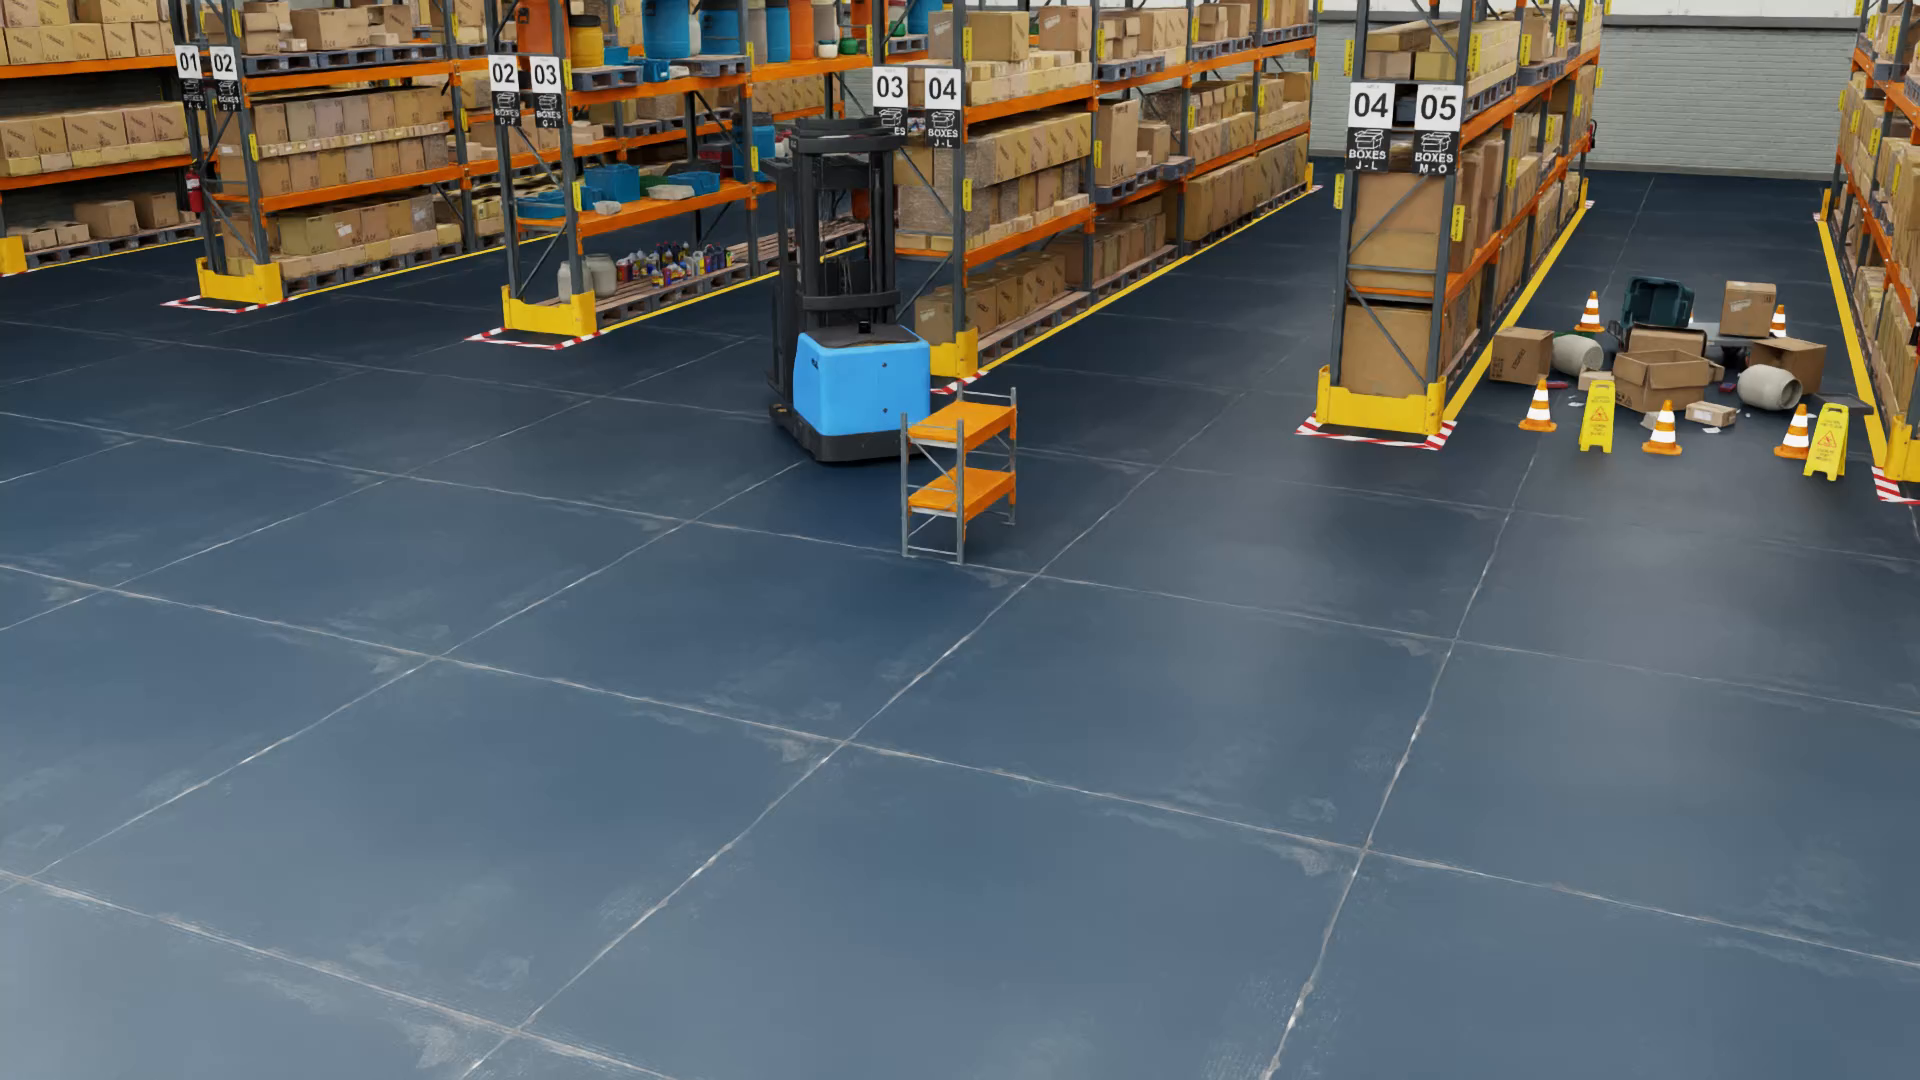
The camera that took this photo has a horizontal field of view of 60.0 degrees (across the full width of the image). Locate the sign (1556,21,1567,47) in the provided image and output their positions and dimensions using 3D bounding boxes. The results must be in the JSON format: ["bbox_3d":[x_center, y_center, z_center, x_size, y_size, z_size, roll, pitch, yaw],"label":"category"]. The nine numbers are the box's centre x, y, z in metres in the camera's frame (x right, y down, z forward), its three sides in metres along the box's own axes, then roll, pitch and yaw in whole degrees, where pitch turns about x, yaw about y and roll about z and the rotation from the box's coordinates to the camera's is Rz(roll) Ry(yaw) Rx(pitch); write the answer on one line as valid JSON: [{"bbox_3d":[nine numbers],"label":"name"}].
[{"bbox_3d":[7.840,-6.601,21.688,0.100,0.325,0.005,9,21,23],"label":"sign"}]

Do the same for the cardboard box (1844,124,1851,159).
[{"bbox_3d":[13.887,-6.098,25.489,0.500,0.500,0.500,8,21,22],"label":"cardboard box"}]

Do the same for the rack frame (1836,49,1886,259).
[{"bbox_3d":[13.532,-5.560,24.127,1.000,3.000,0.127,9,21,23],"label":"rack frame"}]

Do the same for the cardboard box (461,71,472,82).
[{"bbox_3d":[-9.659,-8.864,31.675,0.500,0.250,0.500,8,21,22],"label":"cardboard box"}]

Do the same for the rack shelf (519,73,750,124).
[{"bbox_3d":[-4.122,-5.617,20.883,1.077,0.370,4.000,9,21,23],"label":"rack shelf"}]

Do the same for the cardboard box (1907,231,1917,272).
[{"bbox_3d":[9.231,-2.740,15.604,0.500,0.500,0.500,9,21,23],"label":"cardboard box"}]

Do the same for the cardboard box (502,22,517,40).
[{"bbox_3d":[-6.982,-7.951,25.971,0.500,0.250,0.500,7,21,18],"label":"cardboard box"}]

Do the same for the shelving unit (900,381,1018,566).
[{"bbox_3d":[0.003,-0.532,12.786,0.538,1.125,1.048,9,21,23],"label":"shelving unit"}]

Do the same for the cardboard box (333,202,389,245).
[{"bbox_3d":[-8.420,-4.459,23.389,0.500,0.500,0.500,9,21,23],"label":"cardboard box"}]

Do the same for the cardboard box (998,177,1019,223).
[{"bbox_3d":[0.167,-3.919,18.920,0.875,0.500,0.500,9,21,23],"label":"cardboard box"}]

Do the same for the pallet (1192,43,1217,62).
[{"bbox_3d":[3.068,-7.226,24.615,1.213,0.211,1.003,10,22,25],"label":"pallet"}]

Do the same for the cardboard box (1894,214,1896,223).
[{"bbox_3d":[10.339,-3.467,17.990,0.380,0.149,0.250,8,21,21],"label":"cardboard box"}]

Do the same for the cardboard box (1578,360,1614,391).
[{"bbox_3d":[6.675,-1.697,17.343,0.396,0.266,0.258,13,23,32],"label":"cardboard box"}]

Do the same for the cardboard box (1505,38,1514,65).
[{"bbox_3d":[5.524,-5.150,17.502,0.500,0.250,0.500,8,21,22],"label":"cardboard box"}]

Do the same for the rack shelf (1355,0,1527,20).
[{"bbox_3d":[4.880,-5.451,16.536,1.077,0.370,4.000,9,21,23],"label":"rack shelf"}]

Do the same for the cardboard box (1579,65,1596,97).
[{"bbox_3d":[10.652,-7.916,28.664,0.500,0.500,0.500,8,21,22],"label":"cardboard box"}]

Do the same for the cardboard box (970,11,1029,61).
[{"bbox_3d":[0.431,-5.504,18.154,0.500,0.500,0.500,8,21,22],"label":"cardboard box"}]

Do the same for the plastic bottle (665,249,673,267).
[{"bbox_3d":[-3.962,-3.825,22.663,0.097,0.271,0.097,0,20,0],"label":"plastic bottle"}]

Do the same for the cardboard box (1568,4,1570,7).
[{"bbox_3d":[10.272,-9.129,28.569,0.380,0.149,0.250,8,21,22],"label":"cardboard box"}]

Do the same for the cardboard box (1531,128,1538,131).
[{"bbox_3d":[8.024,-5.698,23.374,0.380,0.149,0.250,8,21,20],"label":"cardboard box"}]

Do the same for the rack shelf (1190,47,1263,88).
[{"bbox_3d":[3.672,-7.383,25.849,1.077,0.370,4.000,9,21,23],"label":"rack shelf"}]

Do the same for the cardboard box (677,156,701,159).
[{"bbox_3d":[-4.901,-6.816,30.733,0.500,0.500,0.500,9,21,23],"label":"cardboard box"}]

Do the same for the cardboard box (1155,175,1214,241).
[{"bbox_3d":[3.155,-5.102,25.383,1.225,0.875,0.875,8,21,20],"label":"cardboard box"}]

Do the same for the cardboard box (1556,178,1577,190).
[{"bbox_3d":[10.259,-6.044,28.227,0.380,0.149,0.250,9,22,25],"label":"cardboard box"}]

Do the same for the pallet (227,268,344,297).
[{"bbox_3d":[-9.184,-3.538,22.601,1.003,0.211,1.213,9,21,23],"label":"pallet"}]

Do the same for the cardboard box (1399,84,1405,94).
[{"bbox_3d":[3.992,-4.305,15.720,0.380,0.149,0.250,9,21,23],"label":"cardboard box"}]

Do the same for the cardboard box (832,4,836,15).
[{"bbox_3d":[-2.885,-10.889,34.112,0.500,0.250,0.500,9,21,23],"label":"cardboard box"}]

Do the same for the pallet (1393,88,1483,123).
[{"bbox_3d":[4.355,-4.140,15.789,1.003,0.211,1.213,9,21,23],"label":"pallet"}]

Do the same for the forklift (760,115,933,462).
[{"bbox_3d":[-1.223,-2.526,15.698,1.130,2.935,3.031,-7,21,-19],"label":"forklift"}]

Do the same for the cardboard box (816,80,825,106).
[{"bbox_3d":[-3.051,-9.217,34.260,0.500,0.500,0.500,9,21,23],"label":"cardboard box"}]

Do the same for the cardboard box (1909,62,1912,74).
[{"bbox_3d":[11.506,-5.536,19.784,0.396,0.266,0.258,9,21,23],"label":"cardboard box"}]

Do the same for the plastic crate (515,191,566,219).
[{"bbox_3d":[-5.010,-4.055,20.117,0.499,0.251,0.616,9,21,23],"label":"plastic crate"}]

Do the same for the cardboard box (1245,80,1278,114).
[{"bbox_3d":[5.129,-7.604,28.533,0.500,0.500,0.500,9,21,23],"label":"cardboard box"}]

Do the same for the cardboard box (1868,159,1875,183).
[{"bbox_3d":[11.861,-4.685,21.144,0.500,0.250,0.500,8,21,23],"label":"cardboard box"}]

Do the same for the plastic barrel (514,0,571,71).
[{"bbox_3d":[-4.858,-5.911,19.368,0.600,0.830,0.708,9,21,23],"label":"plastic barrel"}]

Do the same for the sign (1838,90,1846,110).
[{"bbox_3d":[14.666,-7.306,27.626,0.100,0.325,0.005,9,21,23],"label":"sign"}]

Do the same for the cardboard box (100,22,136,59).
[{"bbox_3d":[-12.734,-7.467,24.834,0.500,0.500,0.500,8,21,21],"label":"cardboard box"}]

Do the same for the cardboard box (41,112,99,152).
[{"bbox_3d":[-13.081,-5.994,24.422,0.500,0.500,0.500,8,21,21],"label":"cardboard box"}]

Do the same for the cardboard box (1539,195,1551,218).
[{"bbox_3d":[8.262,-4.841,24.090,0.500,0.250,0.500,9,21,23],"label":"cardboard box"}]

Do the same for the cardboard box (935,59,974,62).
[{"bbox_3d":[-0.072,-5.210,18.295,0.380,0.149,0.250,9,21,23],"label":"cardboard box"}]

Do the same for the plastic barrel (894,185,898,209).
[{"bbox_3d":[-1.018,-5.936,28.154,0.600,0.588,0.708,9,21,23],"label":"plastic barrel"}]

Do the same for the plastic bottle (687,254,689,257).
[{"bbox_3d":[-3.619,-3.694,22.276,0.061,0.283,0.133,9,21,23],"label":"plastic bottle"}]

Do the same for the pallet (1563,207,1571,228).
[{"bbox_3d":[9.716,-5.479,28.060,1.003,0.211,1.213,9,21,23],"label":"pallet"}]

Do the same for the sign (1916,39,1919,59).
[{"bbox_3d":[9.748,-5.032,16.806,0.100,0.325,0.005,9,21,23],"label":"sign"}]

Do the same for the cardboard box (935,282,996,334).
[{"bbox_3d":[0.062,-2.648,19.041,0.500,0.500,0.500,15,25,37],"label":"cardboard box"}]

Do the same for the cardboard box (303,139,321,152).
[{"bbox_3d":[-8.787,-5.289,22.247,0.380,0.149,0.250,8,21,22],"label":"cardboard box"}]

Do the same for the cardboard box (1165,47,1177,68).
[{"bbox_3d":[2.691,-6.707,23.099,0.500,0.250,0.500,8,21,23],"label":"cardboard box"}]

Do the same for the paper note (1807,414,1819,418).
[{"bbox_3d":[8.365,-1.233,16.389,0.142,0.019,0.148,1,20,4],"label":"paper note"}]

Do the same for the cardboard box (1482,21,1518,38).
[{"bbox_3d":[5.736,-5.446,17.737,0.380,0.149,0.250,8,21,22],"label":"cardboard box"}]

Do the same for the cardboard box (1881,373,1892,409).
[{"bbox_3d":[9.132,-1.396,15.895,0.500,0.250,0.500,8,21,21],"label":"cardboard box"}]

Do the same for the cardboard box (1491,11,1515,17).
[{"bbox_3d":[7.462,-7.125,22.758,0.396,0.266,0.258,9,21,23],"label":"cardboard box"}]

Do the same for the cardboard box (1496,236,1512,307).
[{"bbox_3d":[6.269,-3.397,20.776,1.050,0.750,0.750,9,21,23],"label":"cardboard box"}]

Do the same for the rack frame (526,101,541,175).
[{"bbox_3d":[-9.066,-8.959,33.683,1.000,3.000,0.127,9,21,23],"label":"rack frame"}]

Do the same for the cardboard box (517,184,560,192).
[{"bbox_3d":[-6.796,-5.564,26.776,0.500,0.311,0.500,9,22,24],"label":"cardboard box"}]

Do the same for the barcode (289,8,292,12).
[{"bbox_3d":[-11.626,-9.203,28.879,0.001,0.075,0.075,9,21,23],"label":"barcode"}]

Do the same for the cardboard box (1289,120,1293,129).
[{"bbox_3d":[5.761,-7.478,29.896,0.380,0.149,0.250,9,21,23],"label":"cardboard box"}]

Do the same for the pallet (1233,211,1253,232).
[{"bbox_3d":[4.244,-5.360,27.725,1.003,0.211,1.213,9,21,23],"label":"pallet"}]
